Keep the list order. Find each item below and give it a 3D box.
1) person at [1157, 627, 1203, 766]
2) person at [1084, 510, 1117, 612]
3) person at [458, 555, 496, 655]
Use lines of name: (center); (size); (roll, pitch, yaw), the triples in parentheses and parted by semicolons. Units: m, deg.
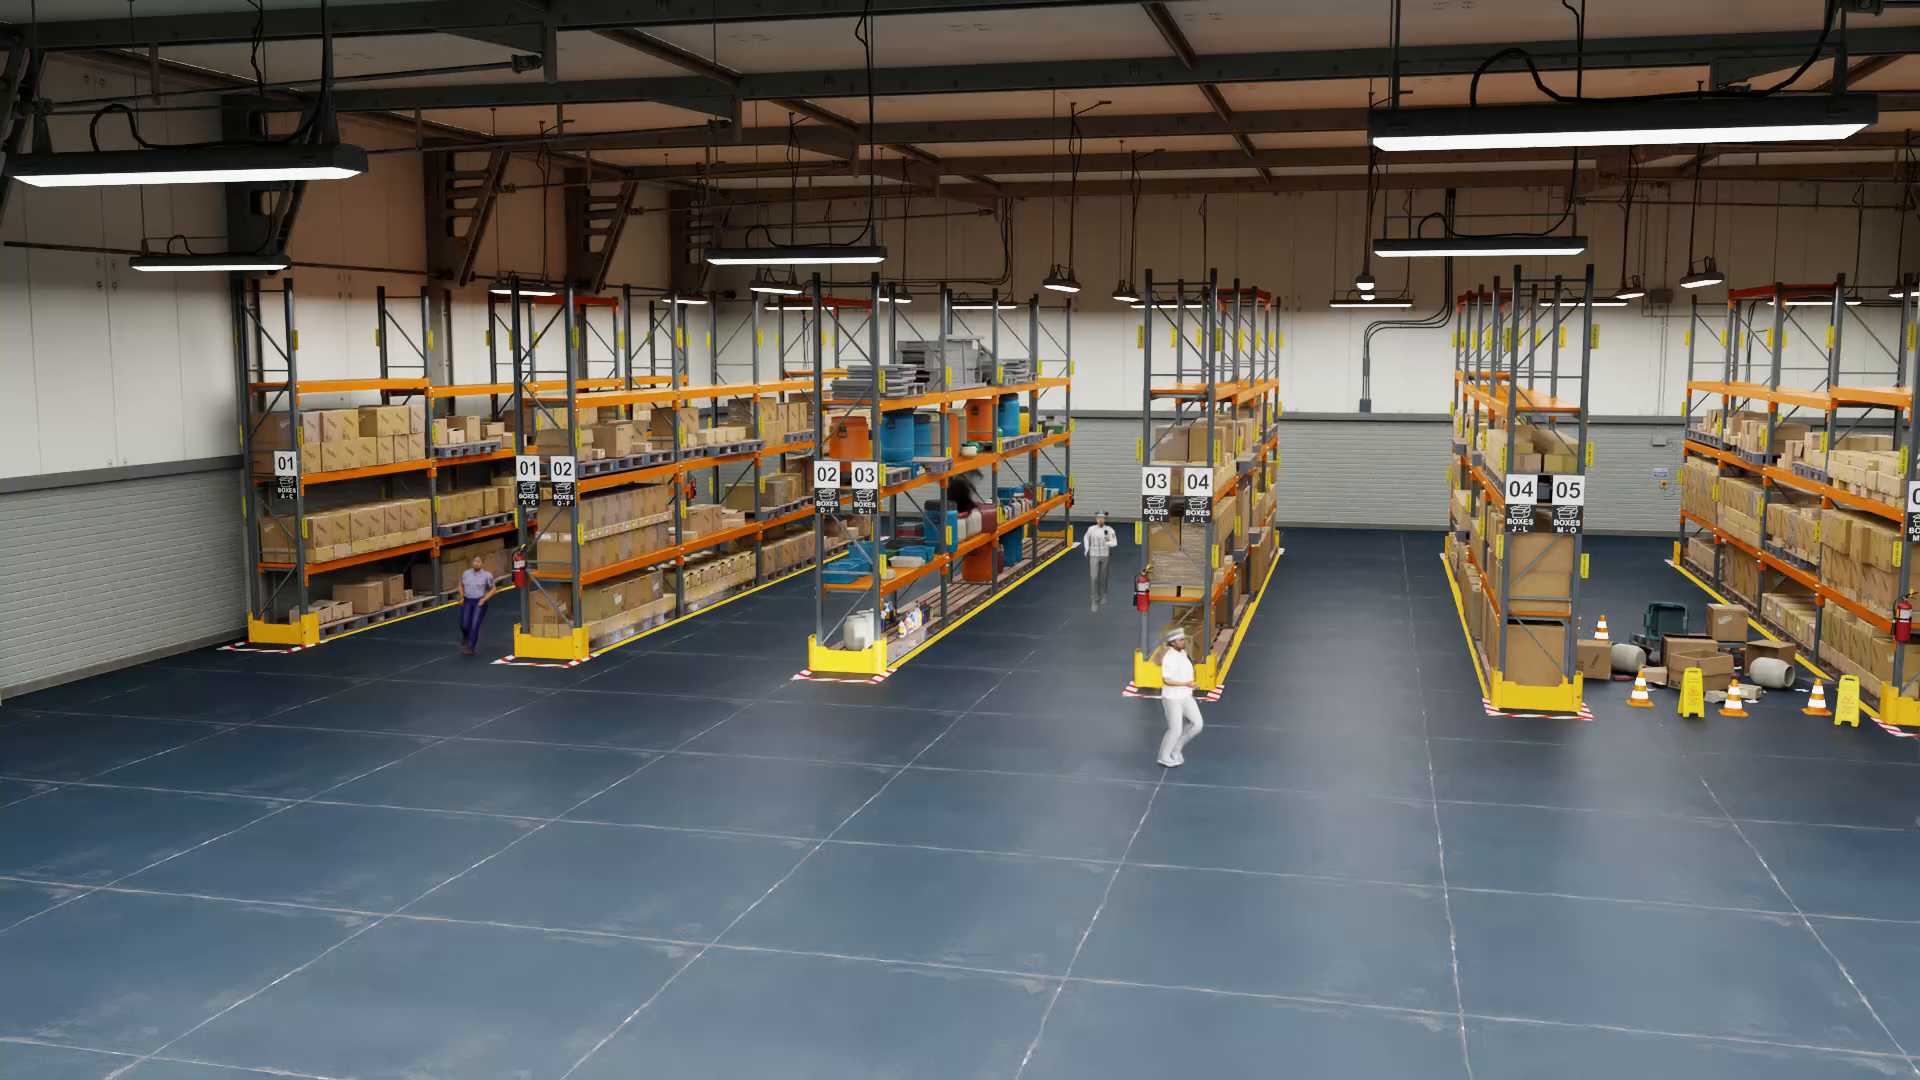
person: (2.603, 1.842, 19.473); (0.611, 1.665, 0.554); (6, 9, 40)
person: (2.479, 0.343, 29.397); (0.587, 1.762, 0.753); (1, 7, 6)
person: (-7.731, 1.029, 26.630); (0.612, 1.589, 0.540); (-1, 7, -6)
